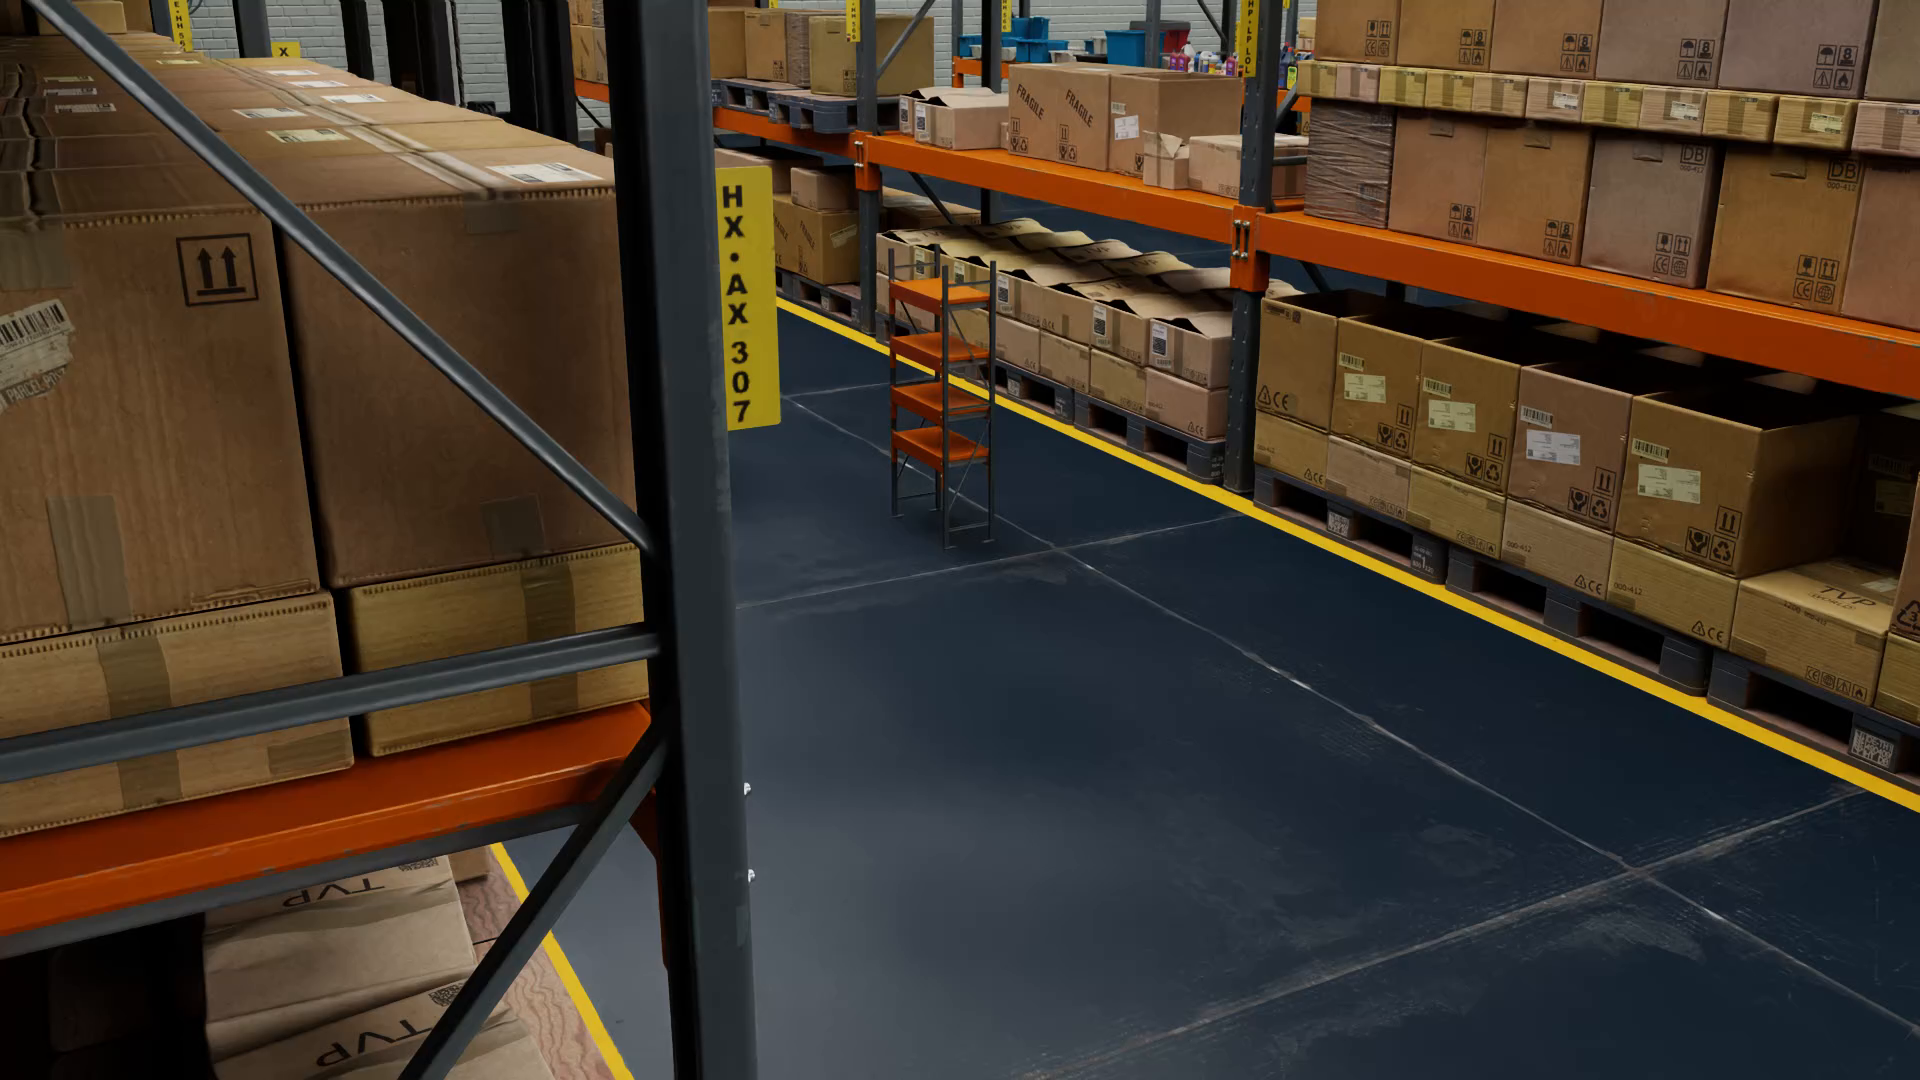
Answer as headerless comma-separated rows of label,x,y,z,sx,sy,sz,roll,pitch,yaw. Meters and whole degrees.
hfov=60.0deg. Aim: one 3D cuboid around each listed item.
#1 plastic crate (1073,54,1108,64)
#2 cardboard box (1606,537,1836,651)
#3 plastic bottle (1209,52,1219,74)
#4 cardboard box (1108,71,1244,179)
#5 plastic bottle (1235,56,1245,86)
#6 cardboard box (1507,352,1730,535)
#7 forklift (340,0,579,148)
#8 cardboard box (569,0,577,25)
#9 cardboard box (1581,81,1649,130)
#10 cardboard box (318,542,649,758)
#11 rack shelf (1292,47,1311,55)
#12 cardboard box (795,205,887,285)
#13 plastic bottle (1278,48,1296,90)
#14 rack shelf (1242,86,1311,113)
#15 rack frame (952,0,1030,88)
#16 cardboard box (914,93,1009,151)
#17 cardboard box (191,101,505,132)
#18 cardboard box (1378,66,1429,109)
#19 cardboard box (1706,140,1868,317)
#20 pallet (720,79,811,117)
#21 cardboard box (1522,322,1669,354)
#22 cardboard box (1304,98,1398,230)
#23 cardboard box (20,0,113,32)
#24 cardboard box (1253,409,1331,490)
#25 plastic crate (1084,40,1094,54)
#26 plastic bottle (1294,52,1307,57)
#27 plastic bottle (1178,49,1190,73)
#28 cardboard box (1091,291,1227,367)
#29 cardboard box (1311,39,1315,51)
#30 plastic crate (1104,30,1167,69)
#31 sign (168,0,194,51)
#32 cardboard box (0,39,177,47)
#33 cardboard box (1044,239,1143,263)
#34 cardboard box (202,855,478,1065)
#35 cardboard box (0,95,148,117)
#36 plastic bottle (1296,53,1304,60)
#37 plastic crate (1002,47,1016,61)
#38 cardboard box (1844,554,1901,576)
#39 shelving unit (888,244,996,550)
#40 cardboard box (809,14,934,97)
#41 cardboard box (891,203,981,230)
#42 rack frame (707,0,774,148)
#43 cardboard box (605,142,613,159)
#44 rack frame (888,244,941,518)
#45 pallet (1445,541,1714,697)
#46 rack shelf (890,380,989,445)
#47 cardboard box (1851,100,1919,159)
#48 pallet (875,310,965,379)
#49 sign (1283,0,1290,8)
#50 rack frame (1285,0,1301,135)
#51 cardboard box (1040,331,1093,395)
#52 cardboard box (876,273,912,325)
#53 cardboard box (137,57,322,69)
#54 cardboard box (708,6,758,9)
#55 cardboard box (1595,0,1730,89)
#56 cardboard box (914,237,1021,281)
plastic crate,1.500,-4.960,17.237,0.437,0.125,0.590,-10,21,-27
cardboard box,2.603,0.137,5.708,0.500,0.250,0.500,-10,21,-27
plastic bottle,2.357,-4.387,15.444,0.097,0.271,0.097,0,19,0
cardboard box,1.105,-2.141,8.584,0.500,0.500,0.500,-8,21,-23
plastic bottle,2.592,-4.266,15.086,0.152,0.276,0.135,-10,21,-27
cardboard box,2.364,-0.361,6.000,0.500,0.500,0.500,-10,21,-27
forklift,-2.748,-2.037,8.541,3.031,2.935,1.130,13,23,34
cardboard box,-3.526,-5.223,15.982,0.500,0.500,0.500,-10,21,-26
cardboard box,2.401,-1.522,5.796,0.380,0.149,0.250,-10,21,-27
cardboard box,-0.705,0.069,2.531,0.500,0.250,0.500,-11,22,-28
rack shelf,5.677,-5.783,20.396,1.077,0.370,4.000,-10,21,-27
cardboard box,-0.845,-2.126,11.852,0.500,0.500,0.500,-9,21,-25
plastic bottle,2.867,-4.132,14.584,0.144,0.351,0.185,-10,21,-27
rack shelf,3.217,-3.868,14.845,1.077,0.370,4.000,-10,21,-27
rack frame,0.368,-5.930,19.720,1.000,3.000,0.127,-10,21,-27
cardboard box,0.060,-2.539,10.027,0.500,0.311,0.500,-10,22,-27
cardboard box,-1.181,-0.572,3.241,0.500,0.500,0.500,-11,22,-28
cardboard box,1.906,-1.820,6.661,0.380,0.149,0.250,-11,22,-28
cardboard box,2.910,-1.048,5.417,0.700,0.500,0.500,-10,21,-26
pallet,-1.121,-3.335,12.491,1.003,0.211,1.213,-10,21,-27
cardboard box,2.586,-0.585,6.651,0.500,0.500,0.500,-10,21,-27
cardboard box,1.922,-1.640,7.133,0.700,0.500,0.500,-11,22,-28
cardboard box,-4.361,-2.567,8.150,0.380,0.149,0.250,-13,23,-34
cardboard box,1.659,-0.438,7.374,0.500,0.250,0.500,-10,21,-27
plastic crate,1.569,-5.330,18.144,0.416,0.233,0.300,-10,21,-27
plastic bottle,3.152,-4.411,15.506,0.152,0.276,0.135,-10,21,-27
plastic bottle,2.130,-4.517,15.803,0.061,0.283,0.133,-10,21,-27
cardboard box,1.008,-1.104,8.443,0.500,0.311,0.500,-9,21,-25
cardboard box,4.728,-6.352,21.328,0.380,0.149,0.250,-10,22,-27
plastic crate,1.746,-4.884,16.620,0.392,0.384,0.575,-10,21,-27
sign,-4.079,-2.696,8.692,0.100,0.325,0.005,-10,21,-27
cardboard box,-3.708,-1.867,7.116,0.700,0.500,0.500,-10,21,-27
cardboard box,0.761,-1.626,9.956,0.500,0.311,0.500,-10,21,-27
cardboard box,-1.273,0.884,3.419,0.500,0.311,0.500,-8,21,-22
cardboard box,-1.882,-0.637,3.427,0.500,0.500,0.500,-10,21,-26
plastic bottle,3.115,-4.345,15.323,0.097,0.271,0.097,0,19,0
plastic crate,0.597,-5.413,18.531,0.250,0.136,0.298,-10,21,-27
cardboard box,3.305,0.199,5.529,0.500,0.250,0.500,-10,21,-27
shelving unit,-0.079,-0.615,7.073,0.258,1.200,0.503,-10,21,-27
cardboard box,-0.592,-3.277,11.232,0.500,0.500,0.700,16,25,39
cardboard box,-0.159,-2.069,11.687,0.500,0.500,0.500,-9,21,-24
rack frame,-2.093,-4.016,14.171,1.000,3.000,0.127,-10,21,-27
cardboard box,-2.990,-3.582,16.068,0.797,0.503,0.637,-10,21,-27
rack frame,-0.194,-0.685,7.276,0.240,1.200,0.015,-10,21,-27
pallet,2.630,0.184,6.274,1.003,0.211,1.213,-10,21,-27
rack shelf,-0.079,-0.551,7.095,0.258,0.148,0.480,-10,21,-27
cardboard box,2.891,-1.226,4.939,0.380,0.149,0.250,-10,21,-26
pallet,0.163,-1.307,10.596,1.003,0.211,1.213,-10,21,-27
sign,4.236,-7.060,21.545,0.100,0.325,0.005,-10,21,-27
rack frame,4.727,-6.698,21.943,1.000,3.000,0.127,-10,21,-27
cardboard box,0.772,-0.985,8.958,0.500,0.250,0.500,-9,21,-25
cardboard box,-0.204,-1.571,10.656,0.500,0.250,0.500,-10,21,-27
cardboard box,-2.156,-1.156,4.934,0.500,0.500,0.500,-10,21,-27
cardboard box,-2.065,-4.091,13.592,0.500,0.500,0.700,16,25,39
cardboard box,2.637,-1.821,5.669,0.700,0.500,0.500,-10,21,-27
cardboard box,0.053,-1.686,10.132,0.500,0.311,0.500,-11,22,-28
